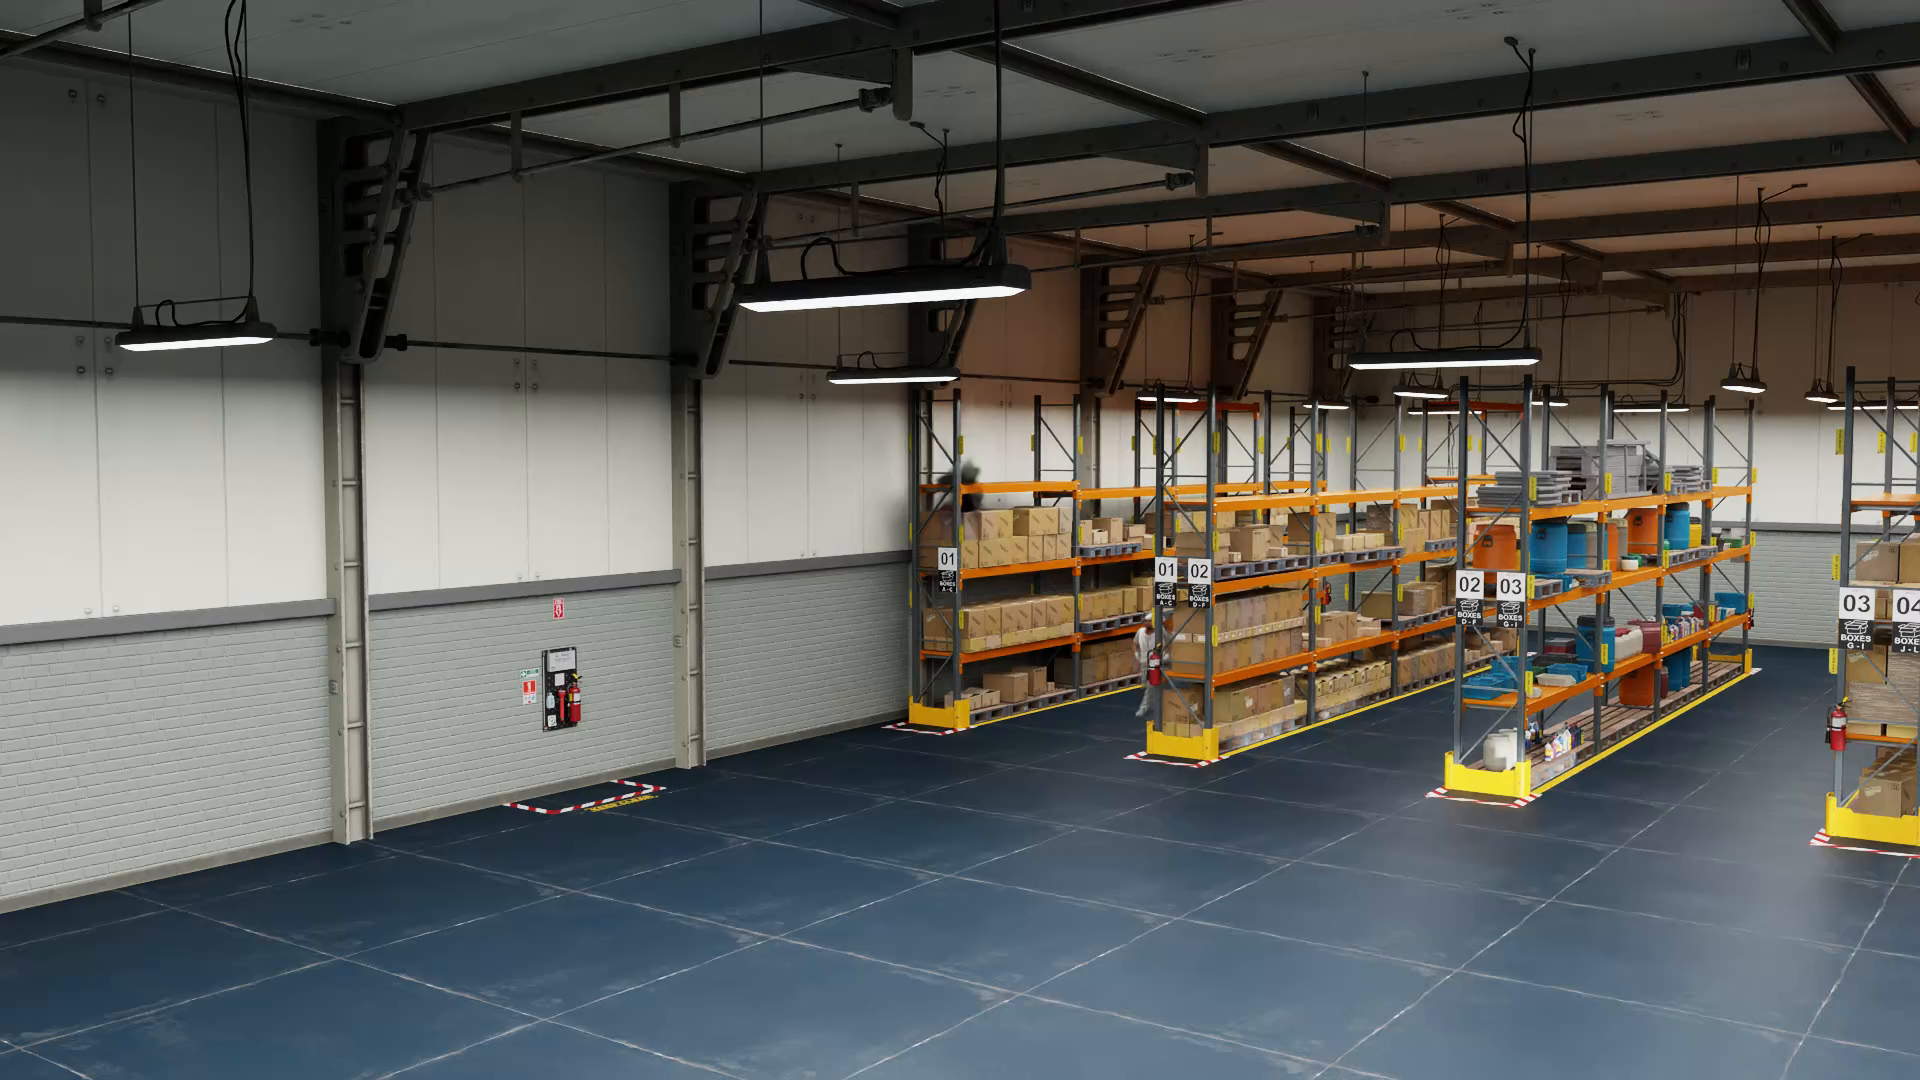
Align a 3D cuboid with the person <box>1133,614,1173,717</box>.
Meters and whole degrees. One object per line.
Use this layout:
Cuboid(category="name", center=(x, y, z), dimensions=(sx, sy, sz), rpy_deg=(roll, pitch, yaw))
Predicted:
Cuboid(category="person", center=(3.353, 2.173, 29.262), dimensions=(0.707, 1.780, 0.901), rpy_deg=(2, 4, 30))
